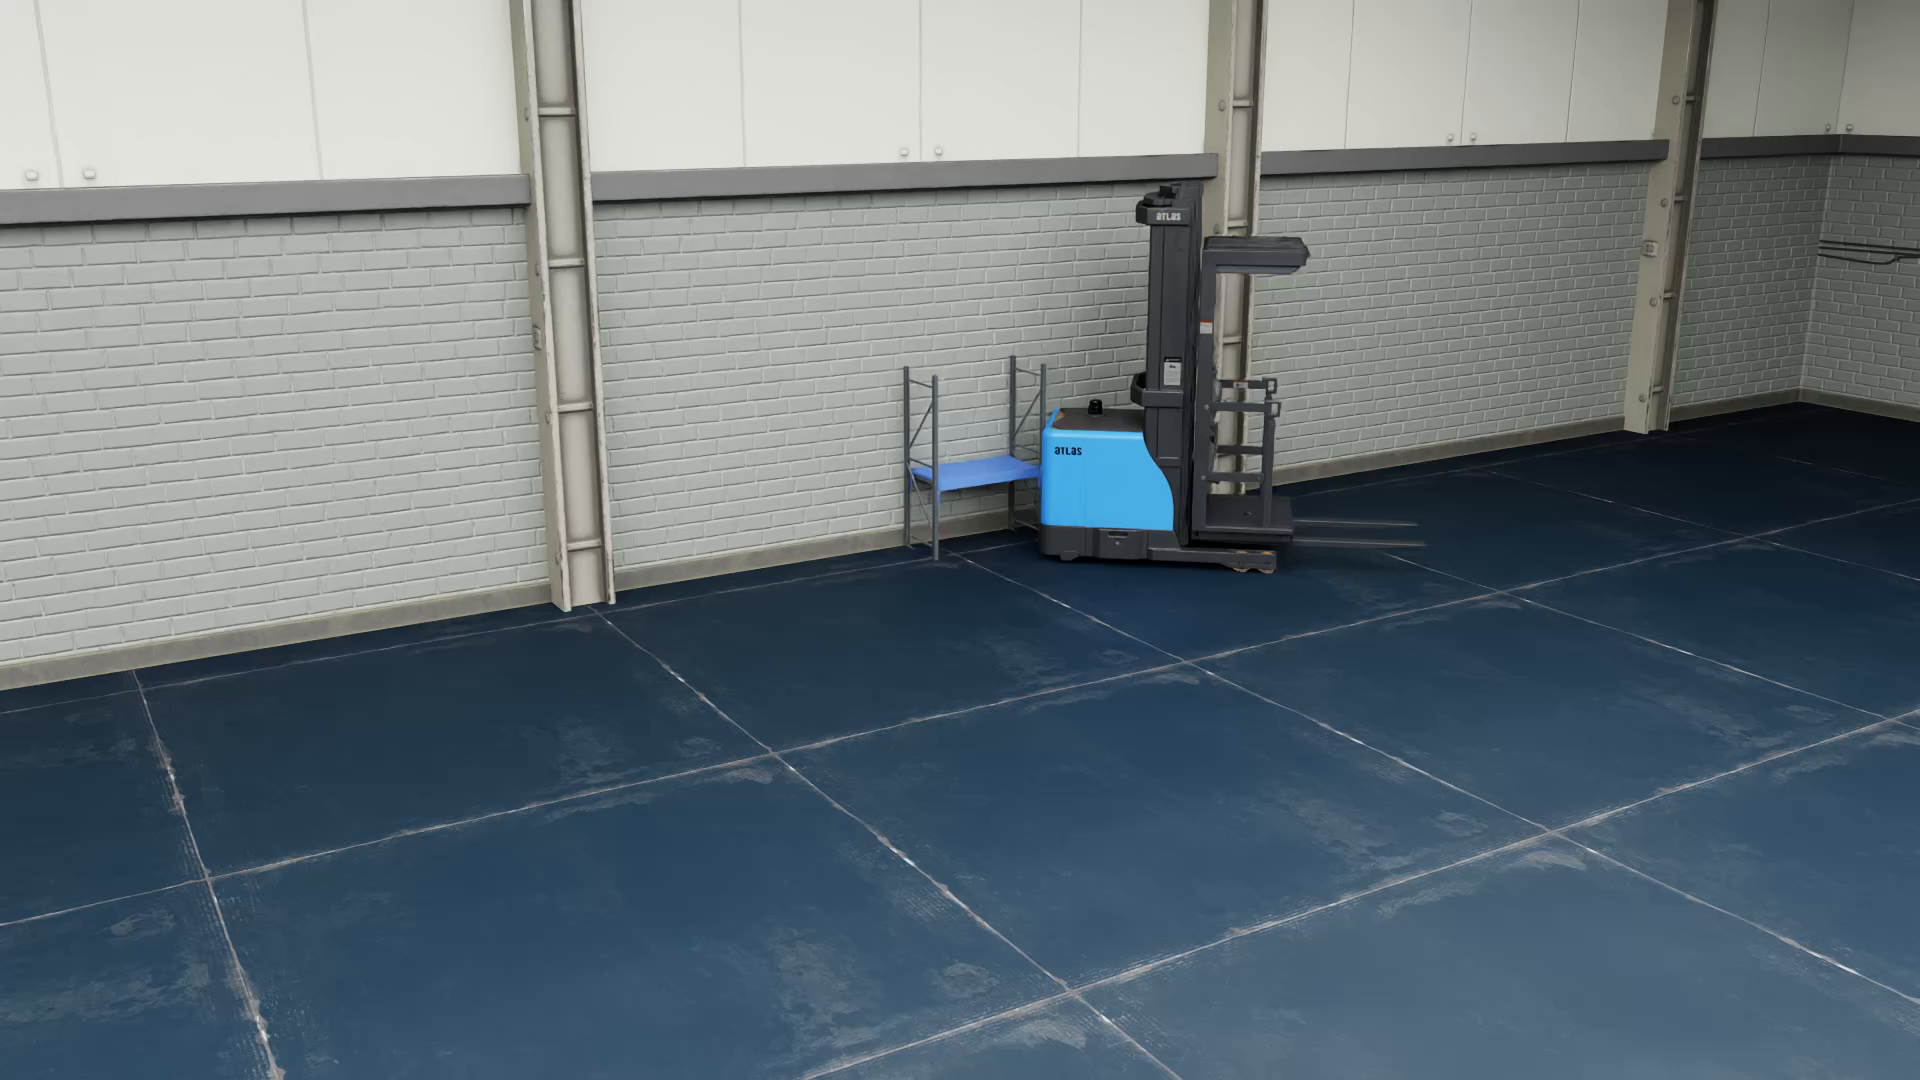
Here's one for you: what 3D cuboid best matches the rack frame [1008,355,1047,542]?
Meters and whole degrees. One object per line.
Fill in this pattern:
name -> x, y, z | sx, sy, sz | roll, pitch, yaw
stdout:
rack frame -> 0.558, -0.757, 13.825 | 0.032, 1.500, 0.500 | -9, 18, -30

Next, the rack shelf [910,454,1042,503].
rack shelf -> 0.122, -0.513, 13.622 | 1.000, 0.185, 0.538 | -9, 18, -30

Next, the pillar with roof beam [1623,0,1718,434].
pillar with roof beam -> 9.723, -4.548, 13.461 | 0.400, 9.000, 9.100 | -9, 18, -30

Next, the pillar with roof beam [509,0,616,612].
pillar with roof beam -> -0.563, -2.879, 7.510 | 0.400, 9.000, 9.100 | -9, 18, -30

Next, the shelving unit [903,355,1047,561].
shelving unit -> 0.122, -0.686, 13.572 | 1.048, 1.500, 0.538 | -9, 18, -30

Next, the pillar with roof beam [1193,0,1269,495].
pillar with roof beam -> 4.580, -3.713, 10.485 | 0.400, 9.000, 9.100 | -9, 18, -30

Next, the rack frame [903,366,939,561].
rack frame -> -0.313, -0.615, 13.320 | 0.032, 1.500, 0.500 | -9, 18, -30

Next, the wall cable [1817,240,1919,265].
wall cable -> 10.712, -4.152, 17.802 | 0.112, 2.526, 3.097 | -9, 18, -30

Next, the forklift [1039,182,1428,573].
forklift -> 2.194, -1.305, 13.137 | 3.031, 2.935, 1.130 | 2, 16, 8
